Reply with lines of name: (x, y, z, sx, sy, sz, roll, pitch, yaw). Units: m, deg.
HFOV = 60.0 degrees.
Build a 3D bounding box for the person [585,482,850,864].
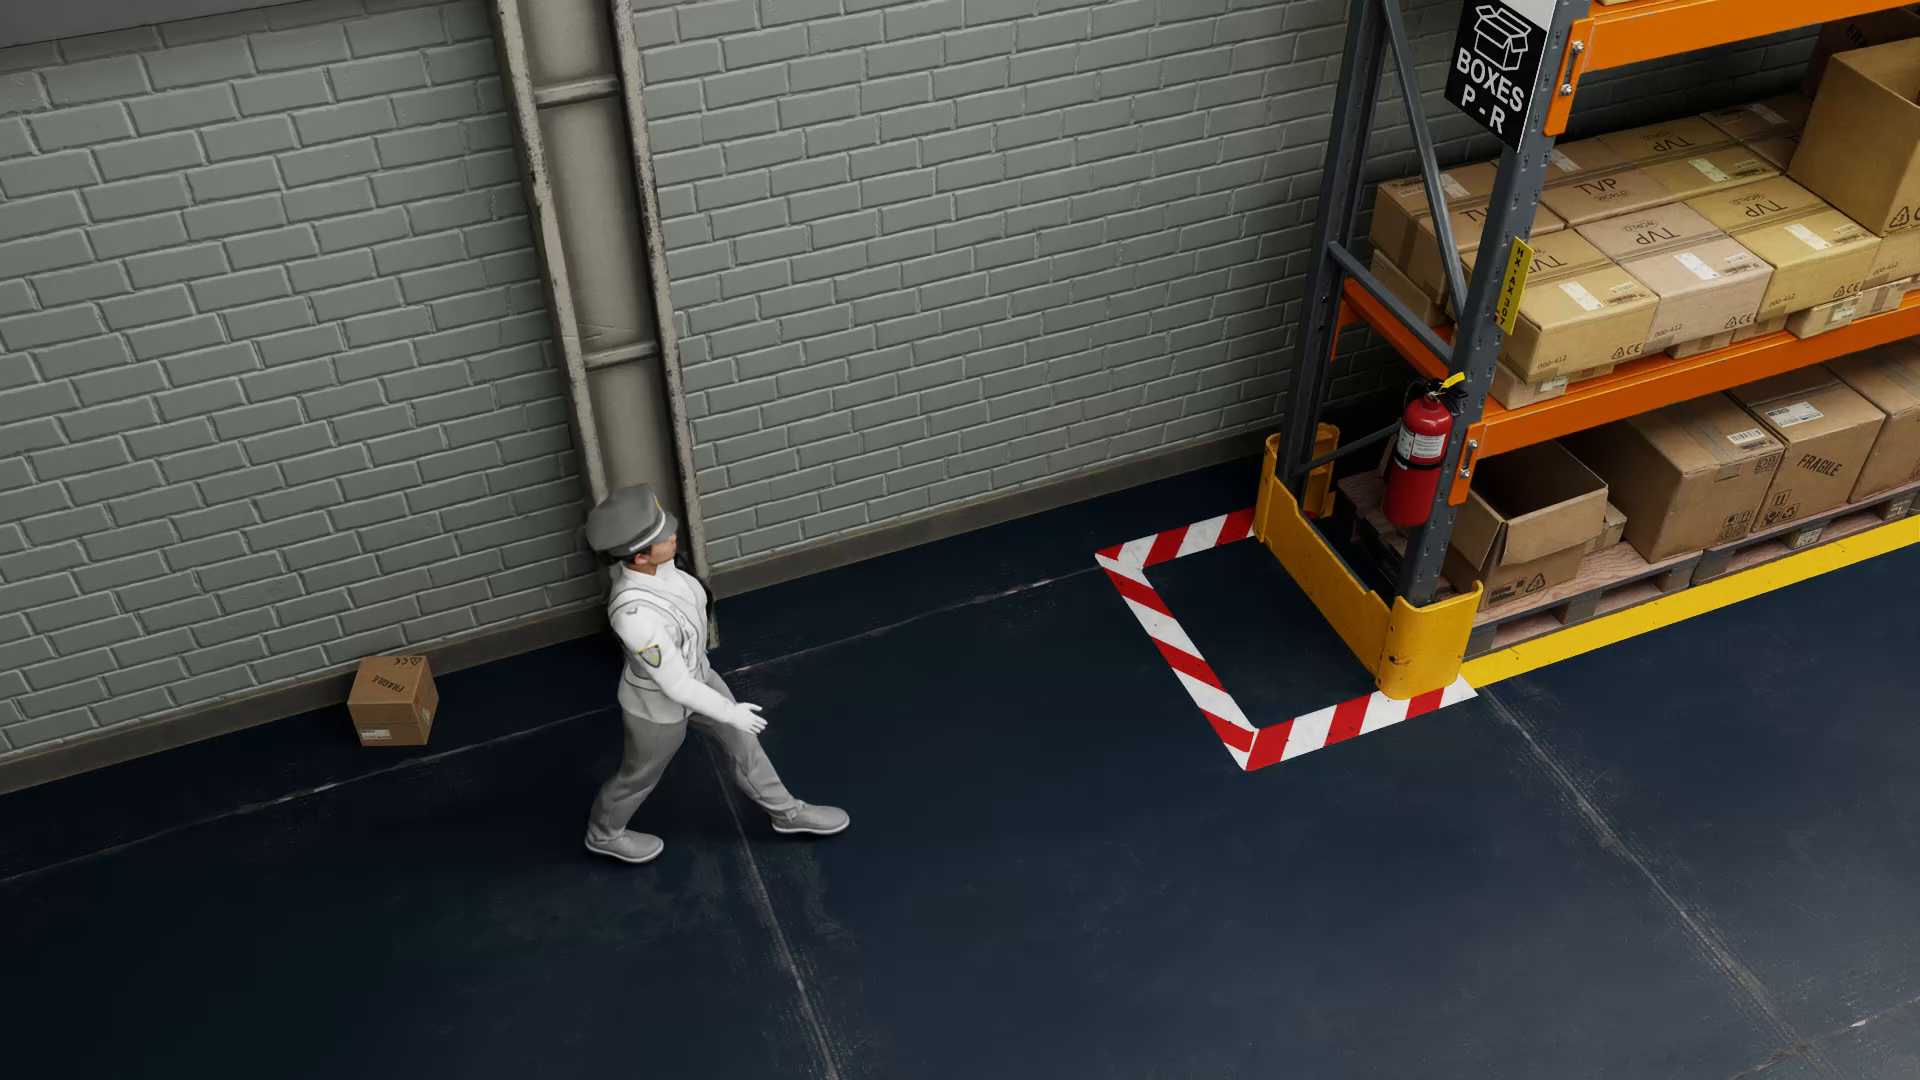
person: (-0.887, 0.488, 5.576, 0.956, 1.635, 0.489, 1, 42, 2)
